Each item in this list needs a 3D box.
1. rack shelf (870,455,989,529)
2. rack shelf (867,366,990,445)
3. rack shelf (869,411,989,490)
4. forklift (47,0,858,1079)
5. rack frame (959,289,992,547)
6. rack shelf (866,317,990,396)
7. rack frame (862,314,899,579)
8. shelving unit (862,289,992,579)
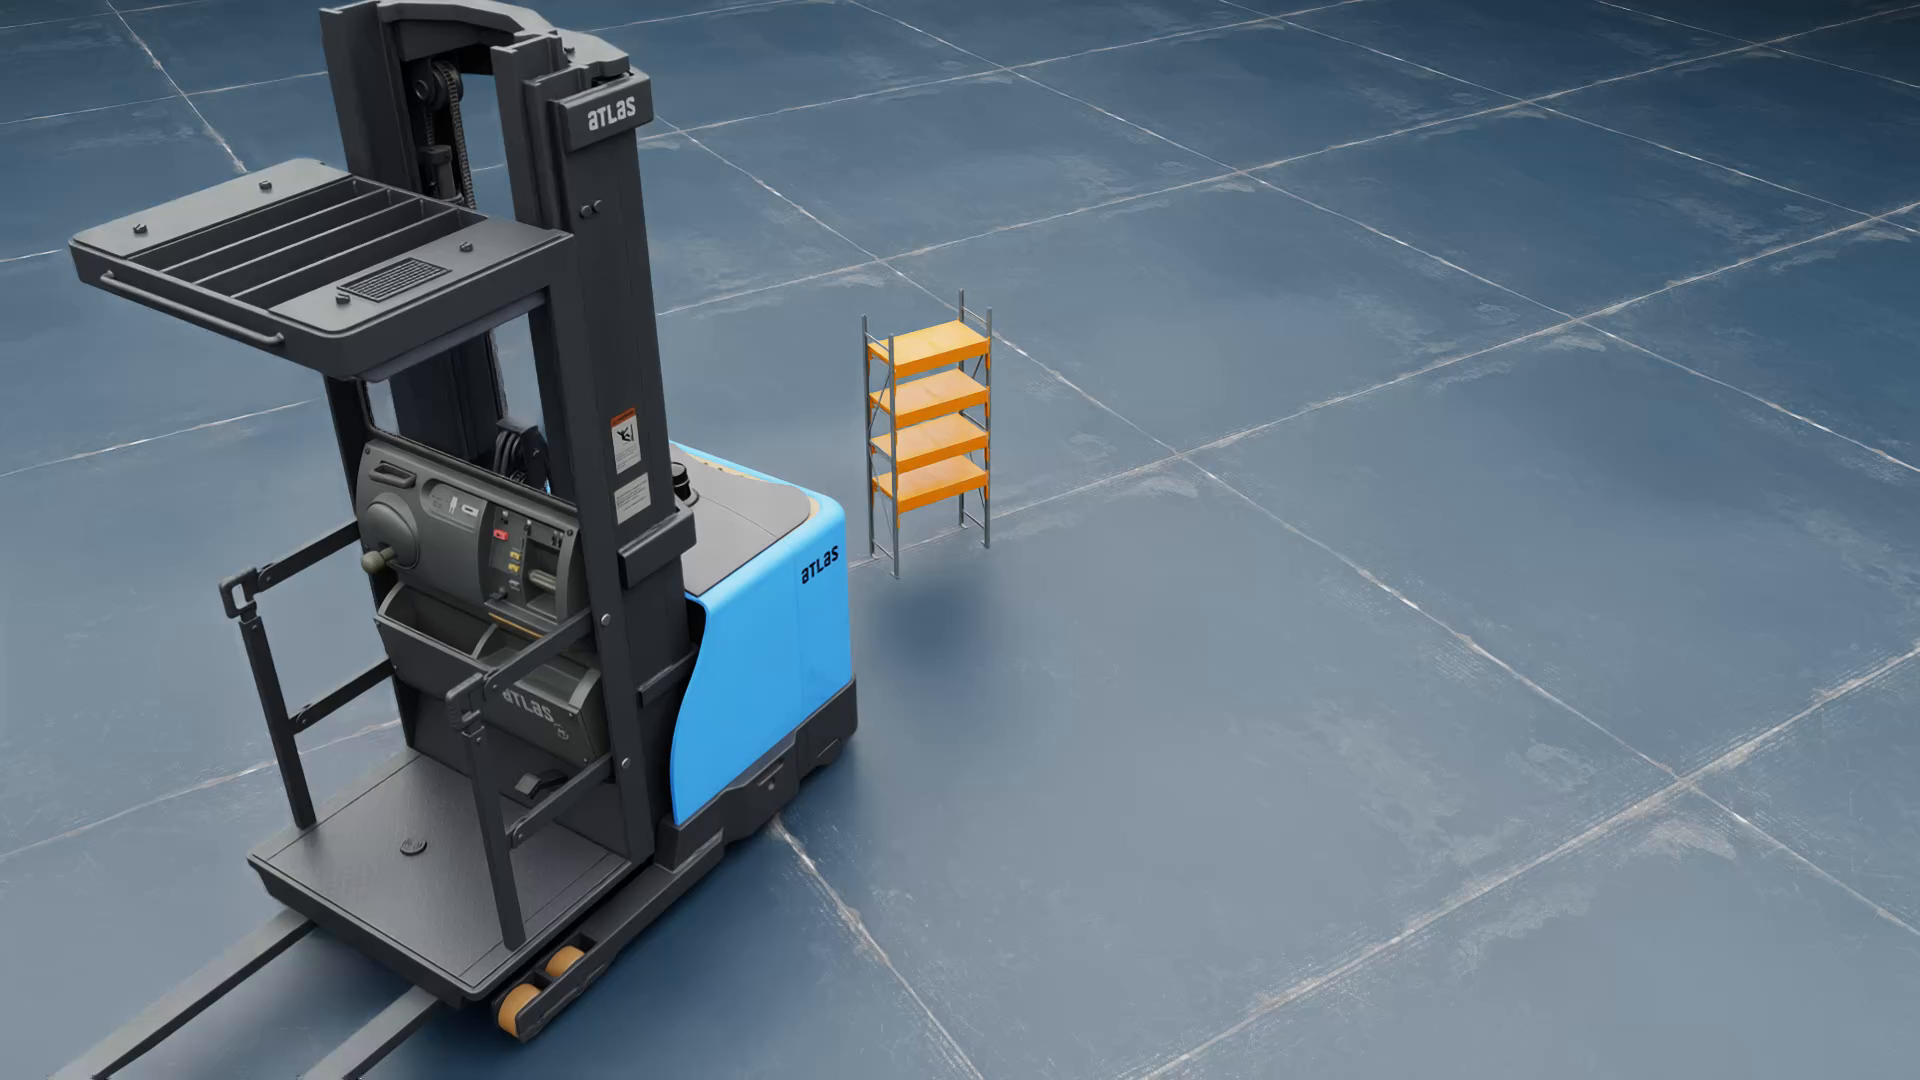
[{"bbox_3d":[-0.139,-0.235,7.496,0.480,0.148,0.258,-19,37,-27],"label":"rack shelf"},{"bbox_3d":[-0.139,-0.592,7.271,0.480,0.148,0.258,-19,37,-27],"label":"rack shelf"},{"bbox_3d":[-0.139,-0.403,7.390,0.480,0.148,0.258,-19,37,-27],"label":"rack shelf"},{"bbox_3d":[-1.631,0.043,4.934,1.130,2.935,3.031,19,37,28],"label":"forklift"},{"bbox_3d":[0.066,-0.530,7.466,0.015,1.200,0.240,-19,37,-27],"label":"rack frame"},{"bbox_3d":[-0.139,-0.792,7.144,0.480,0.148,0.258,-19,37,-27],"label":"rack shelf"},{"bbox_3d":[-0.344,-0.389,7.242,0.015,1.200,0.240,-19,37,-27],"label":"rack frame"},{"bbox_3d":[-0.139,-0.460,7.354,0.503,1.200,0.258,-19,37,-27],"label":"shelving unit"}]
